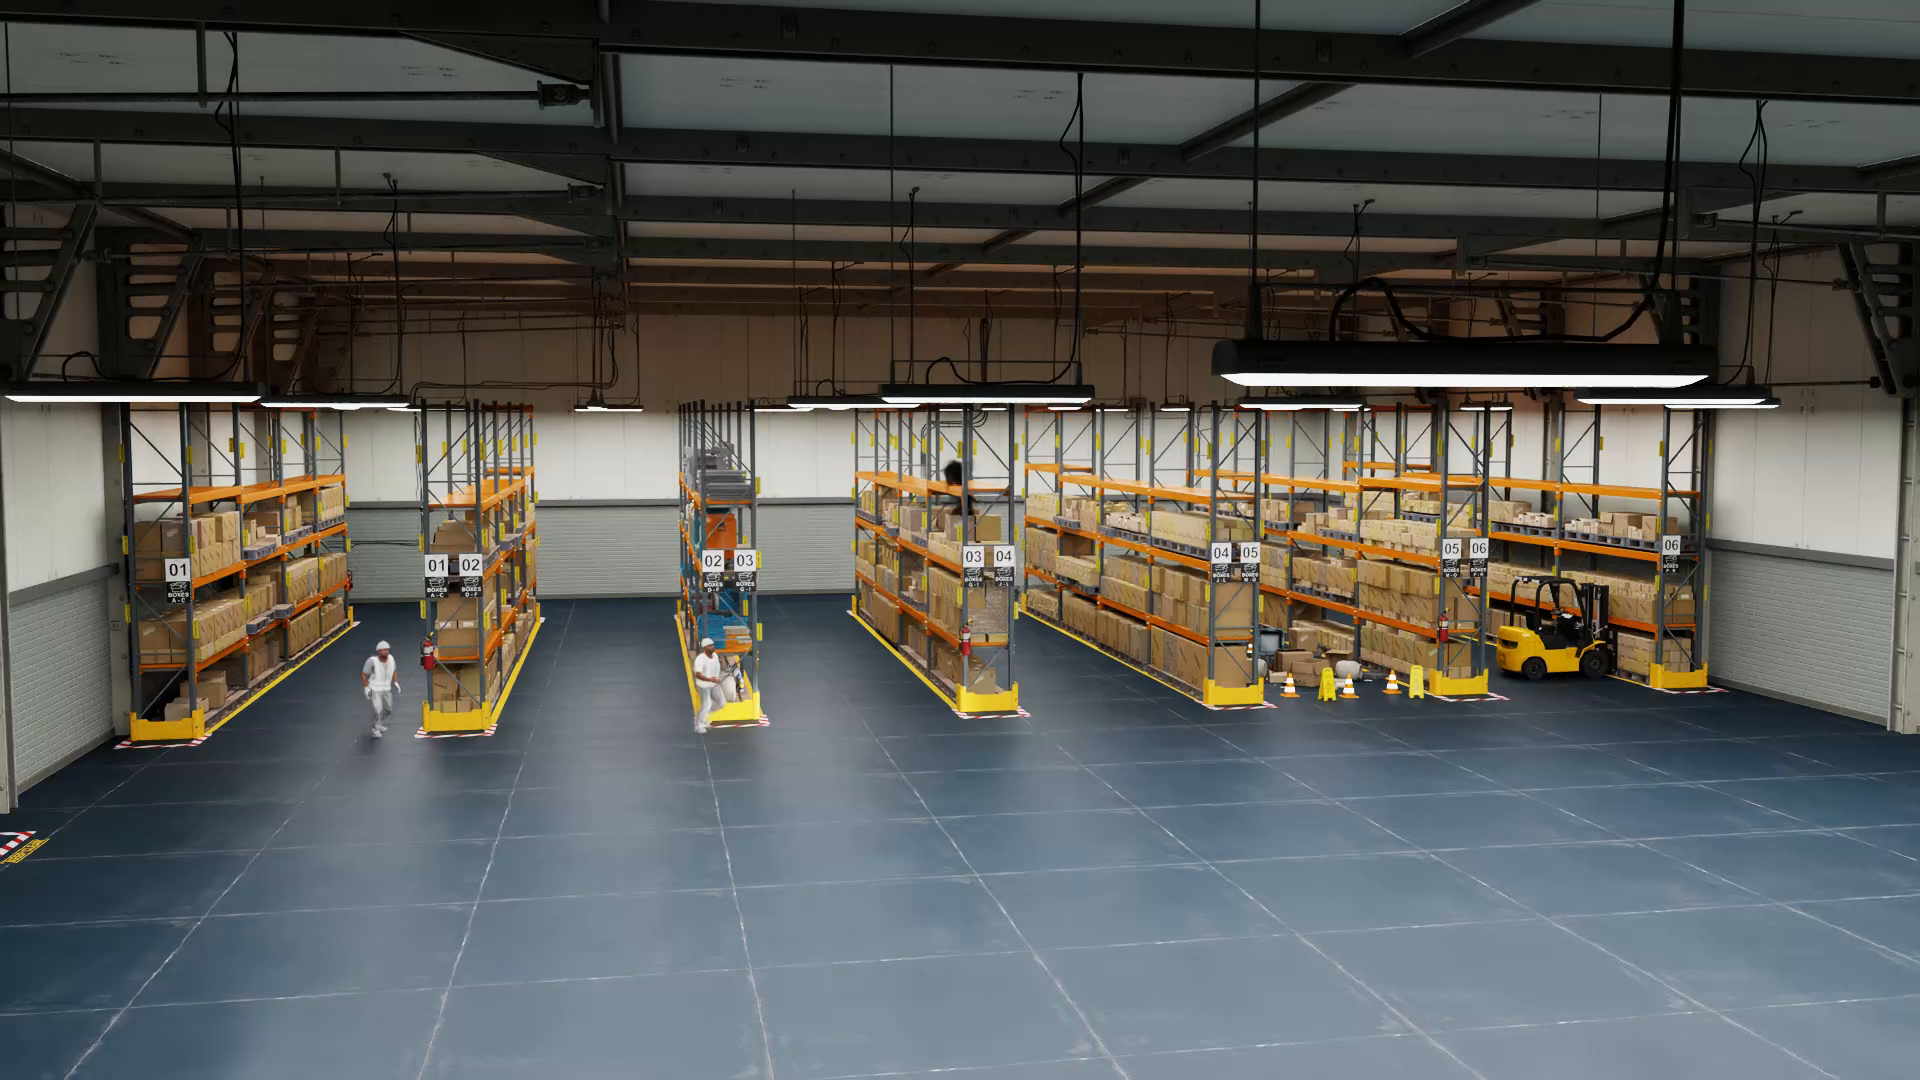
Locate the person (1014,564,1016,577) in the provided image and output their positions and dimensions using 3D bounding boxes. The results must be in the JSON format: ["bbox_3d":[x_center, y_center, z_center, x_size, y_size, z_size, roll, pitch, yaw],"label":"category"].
[{"bbox_3d":[1.411,1.053,51.501,0.653,1.590,0.741,0,4,2],"label":"person"}]

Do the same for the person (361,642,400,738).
[{"bbox_3d":[-10.366,2.640,29.573,0.714,1.703,0.667,3,5,35],"label":"person"}]

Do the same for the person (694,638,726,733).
[{"bbox_3d":[-4.474,2.606,29.840,0.700,1.712,0.721,3,5,37],"label":"person"}]

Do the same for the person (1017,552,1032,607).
[{"bbox_3d":[1.986,1.166,49.552,0.907,1.655,0.611,-2,5,-29],"label":"person"}]
